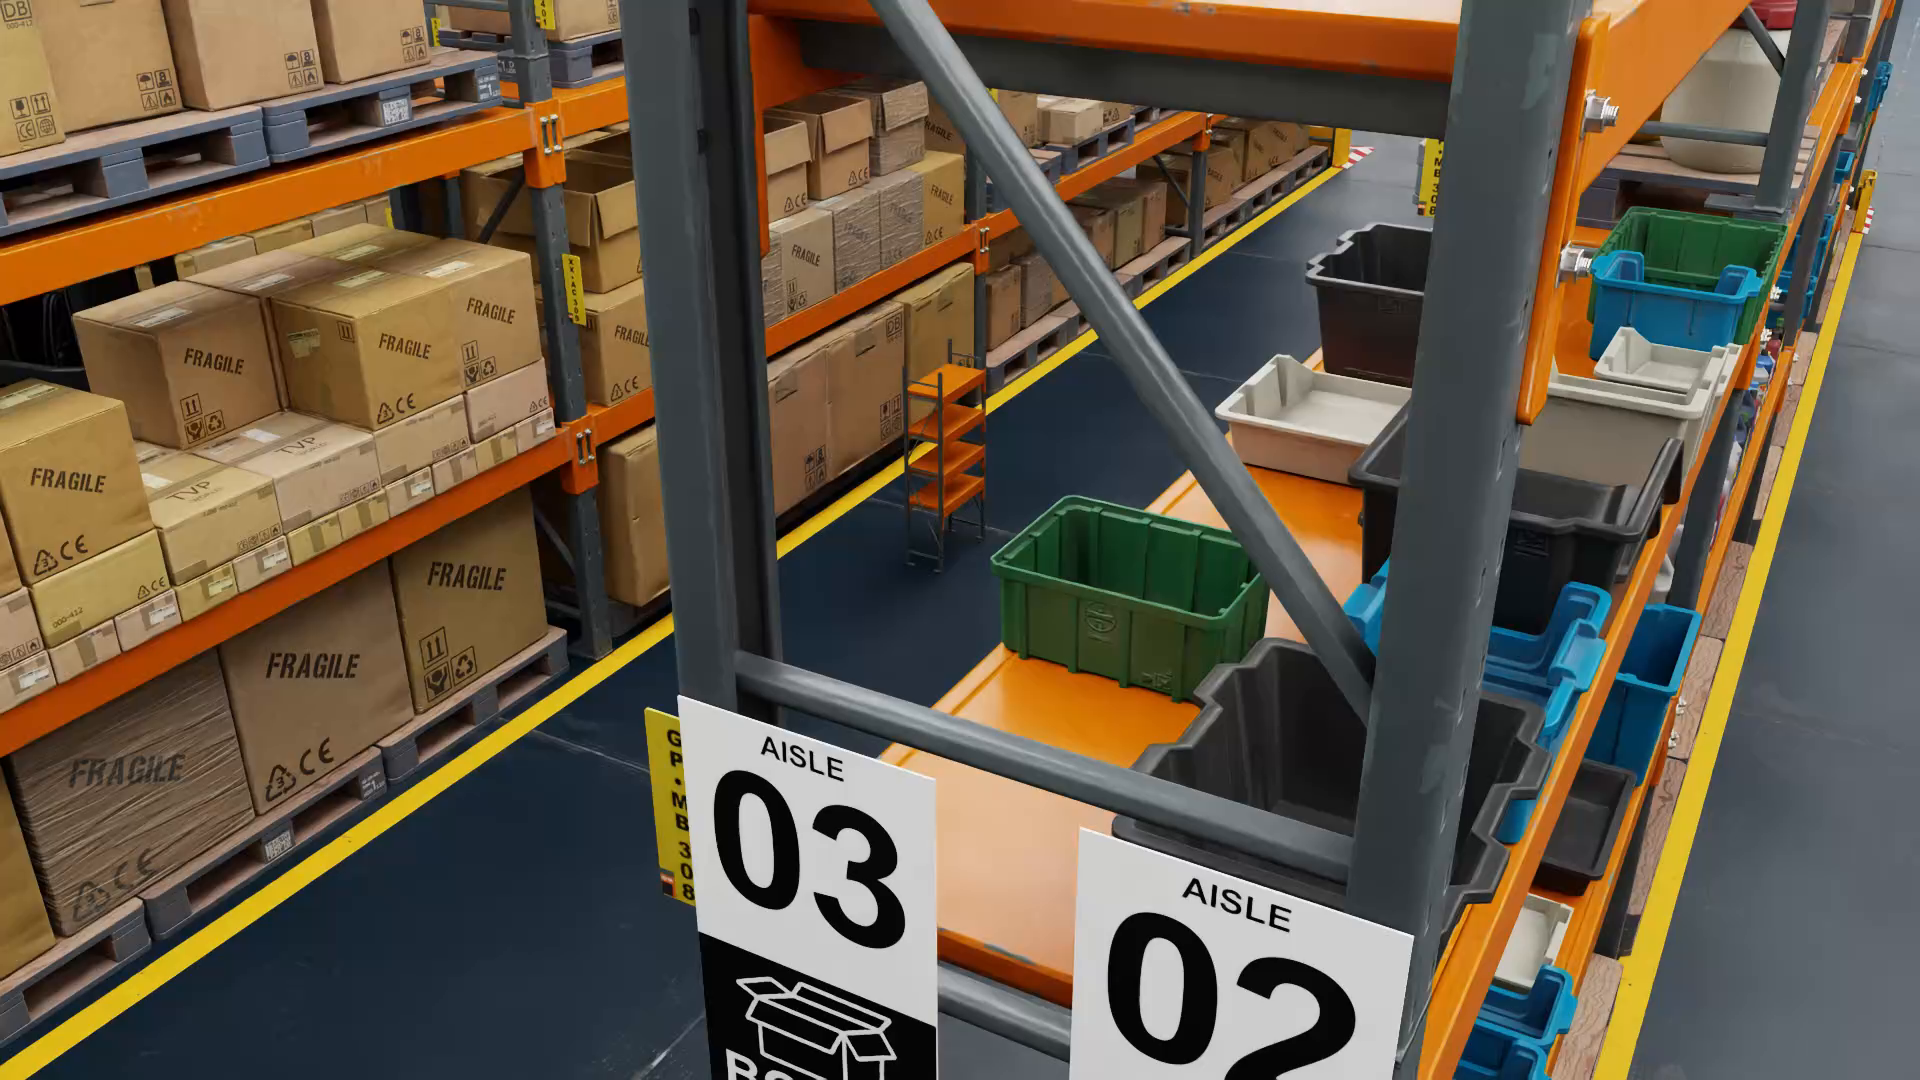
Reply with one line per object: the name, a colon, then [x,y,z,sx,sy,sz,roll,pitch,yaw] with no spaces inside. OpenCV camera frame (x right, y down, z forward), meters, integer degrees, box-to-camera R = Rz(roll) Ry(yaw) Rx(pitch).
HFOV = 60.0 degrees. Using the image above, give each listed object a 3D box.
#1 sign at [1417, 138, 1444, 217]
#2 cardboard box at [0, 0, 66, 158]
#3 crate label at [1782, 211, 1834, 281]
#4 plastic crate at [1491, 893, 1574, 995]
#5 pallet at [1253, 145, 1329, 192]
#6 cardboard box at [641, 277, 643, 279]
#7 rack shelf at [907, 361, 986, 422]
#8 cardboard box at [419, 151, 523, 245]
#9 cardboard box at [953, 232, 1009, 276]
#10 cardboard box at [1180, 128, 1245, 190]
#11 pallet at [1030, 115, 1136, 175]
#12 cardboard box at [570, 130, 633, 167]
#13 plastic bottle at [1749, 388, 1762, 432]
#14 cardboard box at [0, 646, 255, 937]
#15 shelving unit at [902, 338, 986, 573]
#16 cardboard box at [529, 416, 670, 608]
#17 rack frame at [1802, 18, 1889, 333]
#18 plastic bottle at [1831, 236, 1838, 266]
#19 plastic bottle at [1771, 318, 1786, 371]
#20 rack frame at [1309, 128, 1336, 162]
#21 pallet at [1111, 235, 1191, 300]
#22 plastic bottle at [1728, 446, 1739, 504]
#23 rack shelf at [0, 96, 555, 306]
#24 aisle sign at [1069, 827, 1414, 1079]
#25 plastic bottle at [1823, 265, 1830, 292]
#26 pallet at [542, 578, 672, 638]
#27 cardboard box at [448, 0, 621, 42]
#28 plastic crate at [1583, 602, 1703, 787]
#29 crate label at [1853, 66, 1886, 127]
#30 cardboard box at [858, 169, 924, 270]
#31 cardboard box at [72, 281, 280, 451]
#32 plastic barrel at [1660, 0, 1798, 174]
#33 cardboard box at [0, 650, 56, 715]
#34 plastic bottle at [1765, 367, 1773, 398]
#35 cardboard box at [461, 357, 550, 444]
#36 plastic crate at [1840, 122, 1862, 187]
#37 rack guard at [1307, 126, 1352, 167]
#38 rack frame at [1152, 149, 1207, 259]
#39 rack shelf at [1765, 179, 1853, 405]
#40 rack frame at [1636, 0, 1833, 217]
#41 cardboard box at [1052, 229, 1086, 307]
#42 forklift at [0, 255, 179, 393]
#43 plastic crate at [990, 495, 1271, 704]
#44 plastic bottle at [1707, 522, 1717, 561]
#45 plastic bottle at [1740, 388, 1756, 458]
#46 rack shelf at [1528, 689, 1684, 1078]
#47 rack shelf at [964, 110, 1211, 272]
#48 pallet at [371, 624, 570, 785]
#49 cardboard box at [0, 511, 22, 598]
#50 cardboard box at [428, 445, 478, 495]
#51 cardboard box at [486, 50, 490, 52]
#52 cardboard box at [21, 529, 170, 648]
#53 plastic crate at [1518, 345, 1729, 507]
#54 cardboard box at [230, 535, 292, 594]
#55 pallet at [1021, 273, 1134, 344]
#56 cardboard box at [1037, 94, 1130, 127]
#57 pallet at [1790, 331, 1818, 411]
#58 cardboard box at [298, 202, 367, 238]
sign: [1.578,-1.226,5.486,0.100,0.325,0.005,14,30,26]
cardboard box: [-3.421,-1.528,5.408,0.700,0.500,0.500,12,29,23]
crate label: [4.748,-1.661,9.677,0.502,0.435,0.616,14,30,26]
plastic crate: [1.461,1.078,4.474,0.293,0.136,0.466,14,30,26]
pallet: [3.179,-3.940,17.386,1.003,0.211,1.213,14,30,26]
cardboard box: [-1.566,-1.214,8.713,0.500,0.500,0.500,14,30,26]
rack shelf: [-0.081,-0.823,9.177,0.258,0.148,0.480,14,30,26]
cardboard box: [-4.179,-2.939,14.314,1.050,0.750,0.750,14,30,25]
cardboard box: [0.015,-2.090,12.037,0.500,0.250,0.500,16,31,28]
cardboard box: [2.423,-3.668,16.050,0.500,0.500,0.500,11,29,22]
pallet: [0.650,-3.103,12.811,1.003,0.211,1.213,14,30,26]
cardboard box: [-1.601,-1.858,8.878,0.797,0.503,0.637,15,30,27]
plastic bottle: [3.723,-0.618,7.856,0.097,0.201,0.097,0,27,0]
cardboard box: [-3.531,0.850,6.605,0.875,0.875,0.875,14,30,26]
shelving unit: [-0.081,-0.472,9.353,0.258,1.200,0.503,14,30,26]
cardboard box: [-1.959,-0.341,8.984,1.225,0.875,0.875,14,30,26]
rack frame: [5.992,-2.876,12.145,1.000,3.000,0.127,14,30,26]
plastic bottle: [7.143,-2.423,13.708,0.144,0.351,0.185,16,31,28]
plastic bottle: [4.196,-1.013,8.554,0.061,0.283,0.133,14,30,26]
rack frame: [3.647,-5.526,17.438,1.000,3.000,0.127,14,30,26]
pallet: [1.298,-2.416,14.341,1.003,0.211,1.213,14,30,26]
plastic bottle: [3.266,-0.288,7.118,0.097,0.271,0.097,0,27,0]
rack shelf: [-3.240,-1.089,6.028,1.077,0.370,4.000,14,30,26]
aisle sign: [0.312,0.731,2.034,0.394,0.787,0.004,14,30,26]
plastic bottle: [6.750,-2.112,13.085,0.144,0.351,0.185,15,30,27]
pallet: [-1.942,0.081,9.353,1.003,0.211,1.213,14,30,26]
cardboard box: [-1.979,-2.651,7.763,0.700,0.500,0.500,15,30,27]
plastic crate: [2.123,0.479,5.393,0.392,0.384,0.575,14,30,26]
crate label: [7.289,-3.674,13.699,0.502,0.435,0.616,14,30,26]
cardboard box: [-0.566,-2.013,10.308,0.500,0.500,0.500,14,30,26]
cardboard box: [-3.215,-0.726,6.847,0.500,0.500,0.500,13,29,25]
plastic barrel: [2.533,-1.498,5.420,0.433,0.535,0.433,0,27,0]
cardboard box: [-3.384,0.454,5.772,0.380,0.149,0.250,14,30,25]
plastic bottle: [3.962,-0.808,8.235,0.097,0.201,0.097,0,27,0]
cardboard box: [-2.245,-0.685,7.603,0.500,0.250,0.500,14,30,25]
plastic crate: [6.020,-2.649,11.619,0.402,0.464,0.583,14,30,26]
rack guard: [3.610,-4.378,17.938,1.175,0.500,0.348,14,30,26]
rack frame: [1.679,-3.967,14.323,1.000,3.000,0.127,14,30,26]
rack shelf: [5.008,-1.775,10.749,1.077,0.370,4.000,14,30,26]
rack frame: [2.056,-2.441,4.573,1.000,3.000,0.127,14,30,26]
cardboard box: [0.559,-2.194,13.083,0.700,0.500,0.500,17,31,30]
forklift: [-4.503,-1.289,9.052,1.130,2.935,3.031,8,28,16]
plastic crate: [0.325,0.107,3.072,0.450,0.188,0.336,14,30,26]
plastic bottle: [2.972,-0.024,6.668,0.097,0.201,0.097,0,27,0]
plastic bottle: [3.519,-0.545,7.544,0.144,0.351,0.185,14,30,26]
rack shelf: [1.072,1.343,4.520,1.077,0.370,4.000,14,30,26]
rack shelf: [0.696,-2.866,12.927,1.077,0.370,4.000,14,30,26]
pallet: [-2.698,0.677,8.162,1.003,0.211,1.213,14,30,26]
cardboard box: [-3.507,-0.014,5.424,0.500,0.500,0.500,13,30,25]
cardboard box: [-2.374,-0.345,7.370,0.380,0.149,0.250,14,30,25]
cardboard box: [-4.080,-4.402,13.963,0.700,0.500,0.500,14,30,25]
cardboard box: [-3.252,0.117,6.000,0.500,0.250,0.500,13,29,24]
plastic crate: [1.447,-0.284,3.747,0.437,0.282,0.530,14,30,26]
cardboard box: [-2.879,0.054,6.572,0.380,0.149,0.250,15,30,27]
pallet: [0.699,-1.939,13.387,1.003,0.211,1.213,14,30,26]
cardboard box: [0.907,-3.505,12.816,0.797,0.503,0.637,18,32,31]
pallet: [5.639,-1.315,12.140,1.003,0.211,1.213,14,30,26]
cardboard box: [-4.904,-2.421,12.722,0.500,0.250,0.500,15,30,27]
